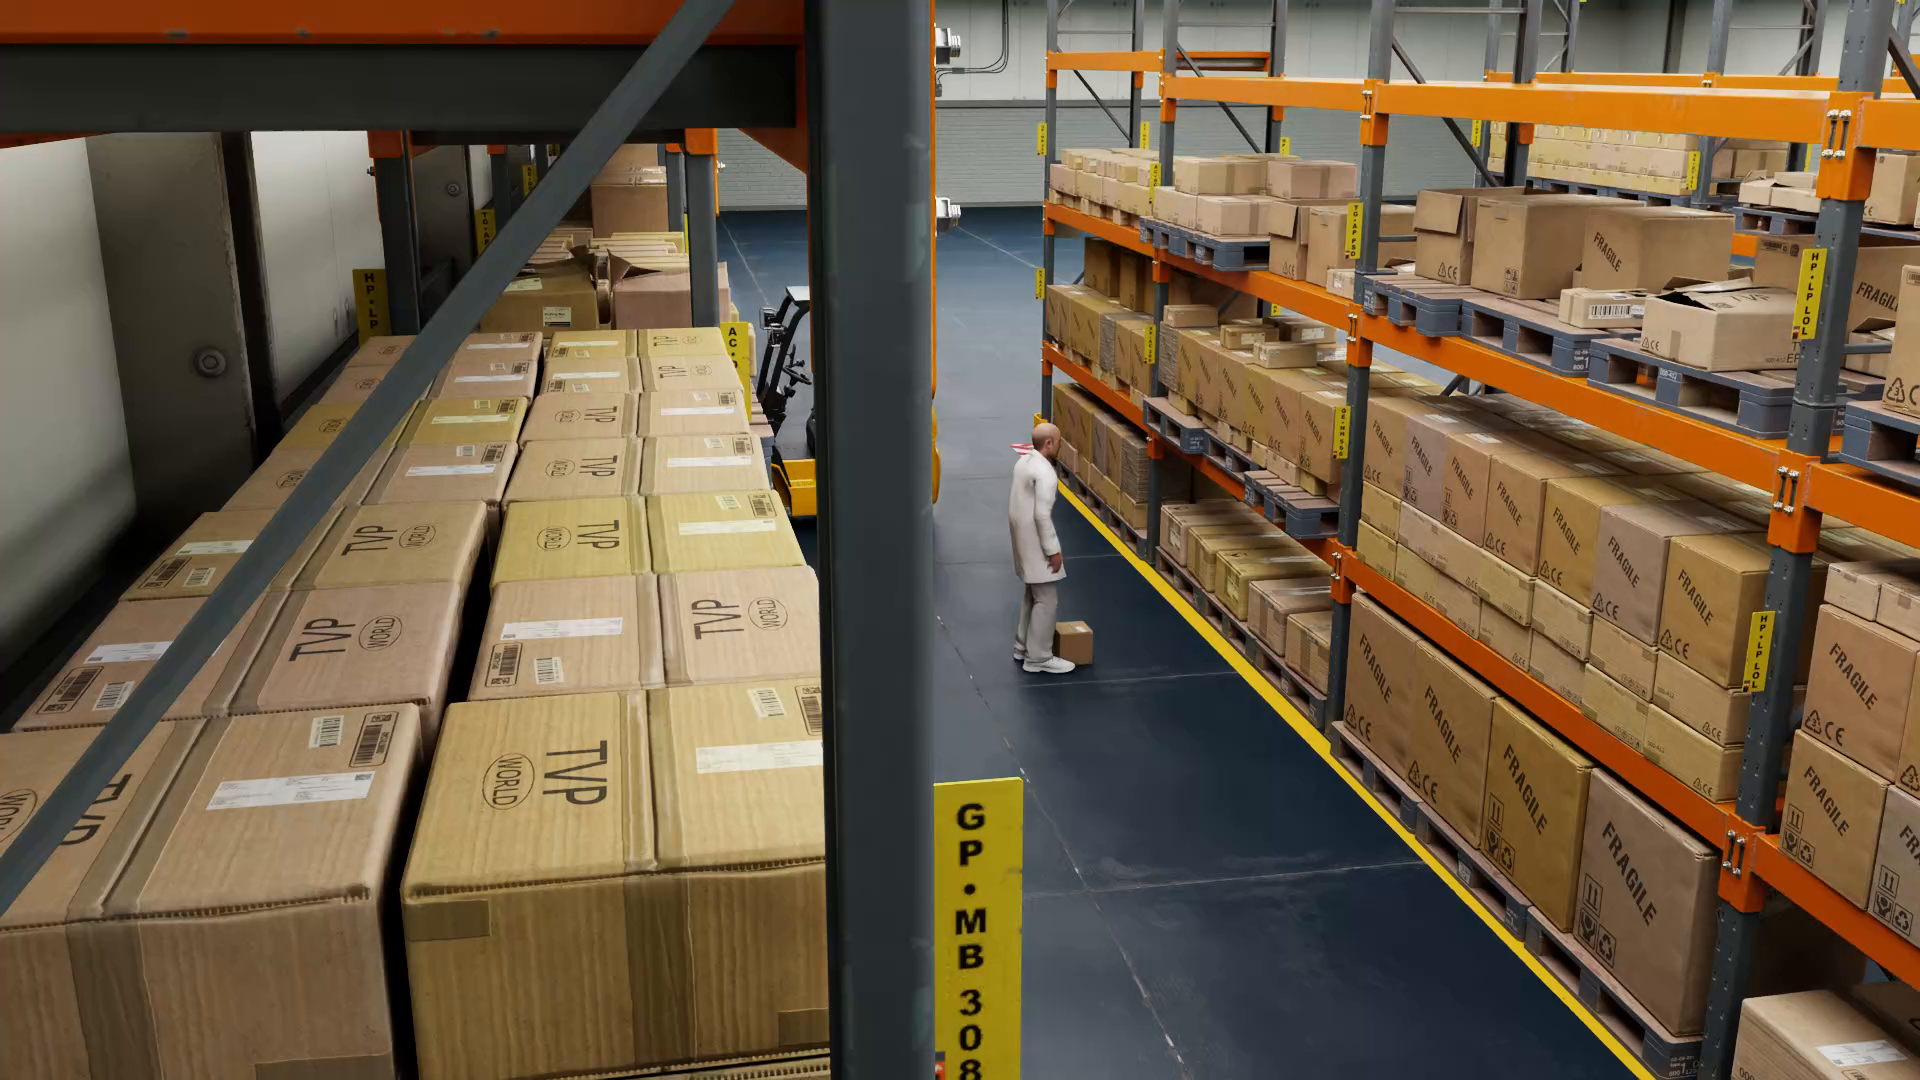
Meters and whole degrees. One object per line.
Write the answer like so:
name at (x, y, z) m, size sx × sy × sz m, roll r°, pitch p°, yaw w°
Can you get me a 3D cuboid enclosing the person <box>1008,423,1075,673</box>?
person at (0.571, 0.036, 11.939) m, size 0.422 × 1.773 × 0.652 m, roll -4°, pitch 17°, yaw -14°
